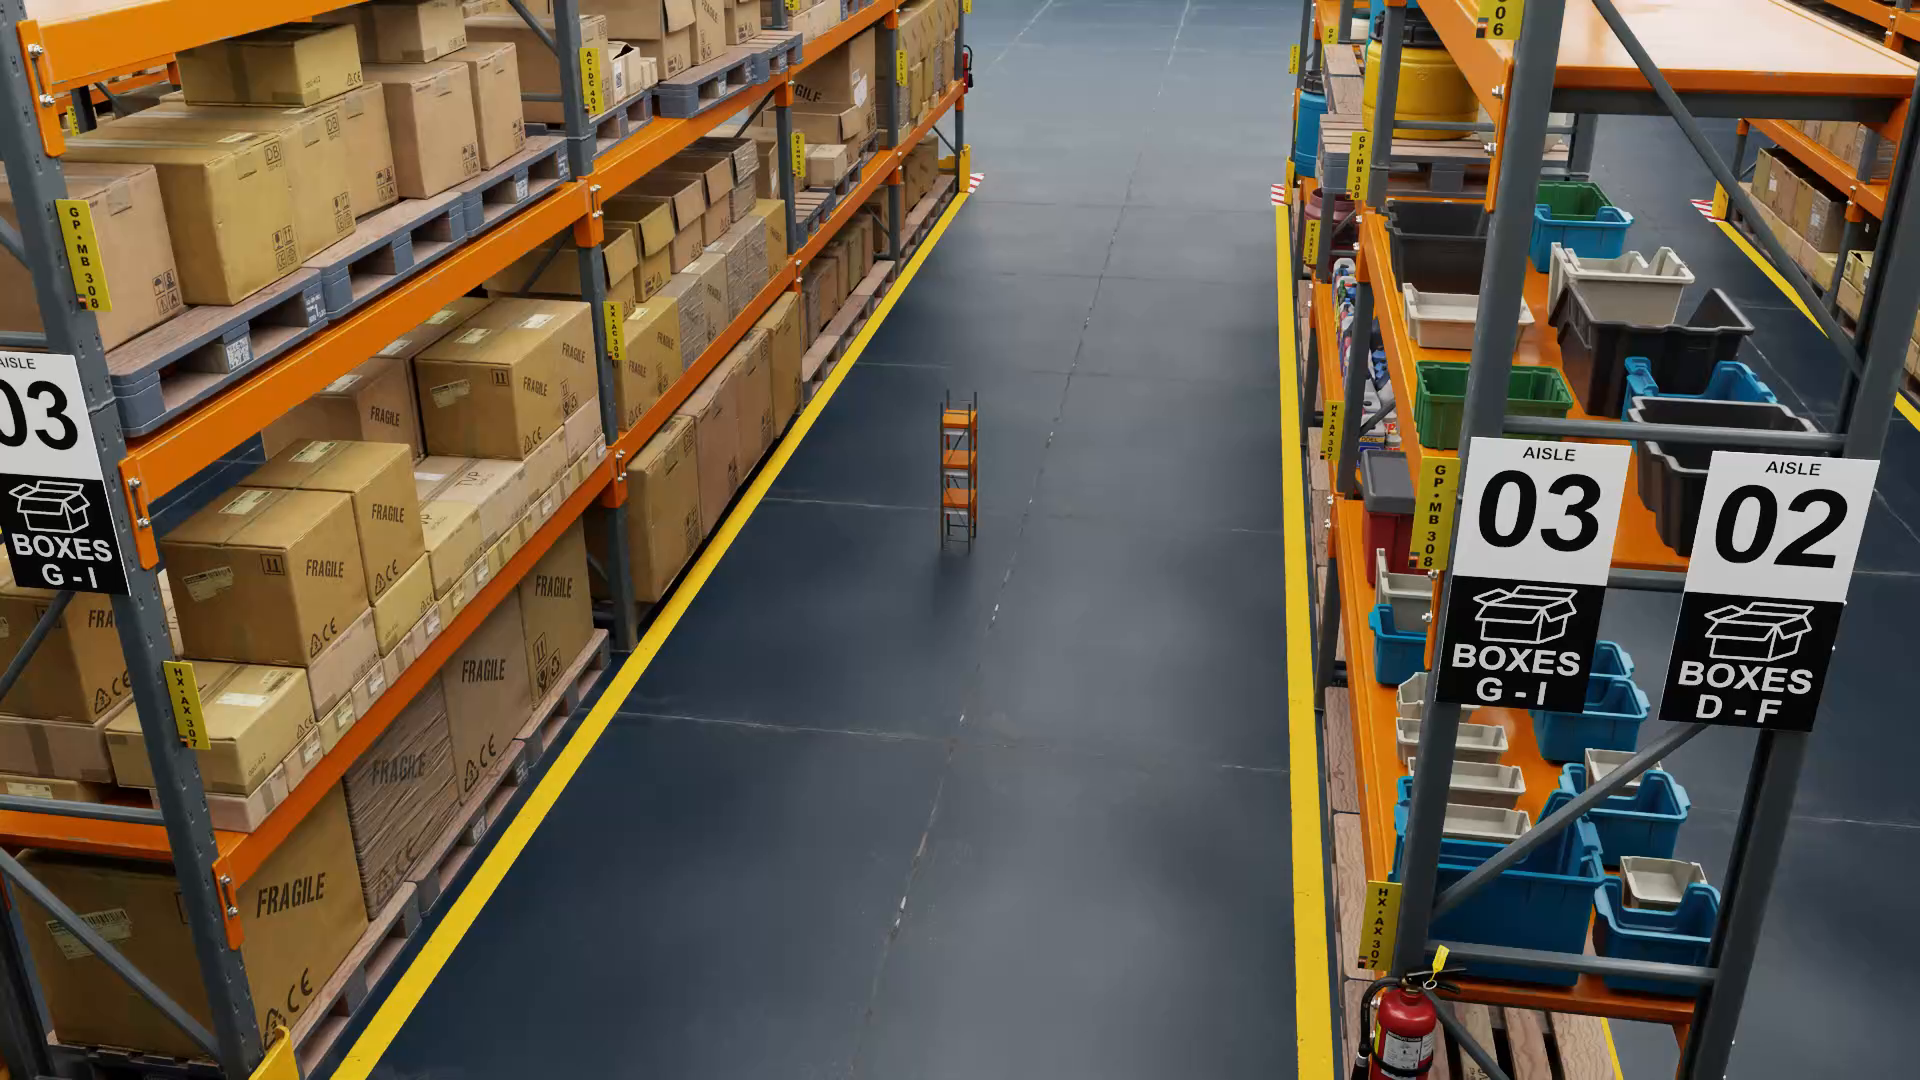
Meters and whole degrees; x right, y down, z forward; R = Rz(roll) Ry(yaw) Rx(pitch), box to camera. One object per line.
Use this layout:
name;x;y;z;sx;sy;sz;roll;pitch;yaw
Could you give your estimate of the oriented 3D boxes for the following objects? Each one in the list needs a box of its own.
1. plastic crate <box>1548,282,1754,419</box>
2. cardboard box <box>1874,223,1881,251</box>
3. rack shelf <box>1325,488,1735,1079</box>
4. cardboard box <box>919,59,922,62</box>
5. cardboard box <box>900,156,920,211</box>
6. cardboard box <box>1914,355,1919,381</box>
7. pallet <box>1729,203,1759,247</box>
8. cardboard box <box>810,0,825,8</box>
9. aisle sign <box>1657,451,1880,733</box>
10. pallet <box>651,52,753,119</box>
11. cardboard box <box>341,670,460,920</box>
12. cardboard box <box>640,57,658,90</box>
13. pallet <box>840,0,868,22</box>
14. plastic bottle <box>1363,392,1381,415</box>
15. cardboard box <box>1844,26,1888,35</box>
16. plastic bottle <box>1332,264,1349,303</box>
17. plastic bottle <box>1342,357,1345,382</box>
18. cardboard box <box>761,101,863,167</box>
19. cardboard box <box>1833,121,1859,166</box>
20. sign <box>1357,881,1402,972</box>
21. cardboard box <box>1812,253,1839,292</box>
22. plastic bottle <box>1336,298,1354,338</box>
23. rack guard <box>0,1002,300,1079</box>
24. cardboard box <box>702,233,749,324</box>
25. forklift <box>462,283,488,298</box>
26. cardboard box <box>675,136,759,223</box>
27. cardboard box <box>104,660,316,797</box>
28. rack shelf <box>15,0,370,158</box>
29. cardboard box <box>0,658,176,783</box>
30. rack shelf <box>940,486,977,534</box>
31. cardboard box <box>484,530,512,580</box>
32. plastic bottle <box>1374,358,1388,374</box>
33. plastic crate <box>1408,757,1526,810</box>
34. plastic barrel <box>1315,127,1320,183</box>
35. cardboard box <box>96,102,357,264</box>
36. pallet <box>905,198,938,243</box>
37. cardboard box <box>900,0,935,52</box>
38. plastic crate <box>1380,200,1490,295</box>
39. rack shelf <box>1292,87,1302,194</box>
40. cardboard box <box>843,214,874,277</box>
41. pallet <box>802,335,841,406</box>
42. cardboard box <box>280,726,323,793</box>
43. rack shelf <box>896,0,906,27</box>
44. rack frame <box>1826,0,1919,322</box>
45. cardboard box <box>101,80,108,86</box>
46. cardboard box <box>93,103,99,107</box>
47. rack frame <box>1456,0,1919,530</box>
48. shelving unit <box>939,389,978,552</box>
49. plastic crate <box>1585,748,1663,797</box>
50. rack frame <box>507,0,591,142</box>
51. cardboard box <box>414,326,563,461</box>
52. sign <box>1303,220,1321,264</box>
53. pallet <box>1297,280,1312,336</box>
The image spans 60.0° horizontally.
plastic crate;2.333;-0.677;5.693;0.504;0.338;0.767;4;25;9
cardboard box;9.118;-3.067;16.128;0.500;0.500;0.500;4;25;9
rack shelf;2.139;0.763;6.931;1.077;0.370;4.000;4;25;9
cardboard box;-0.879;-4.875;17.658;0.875;0.500;0.500;4;25;9
cardboard box;-0.763;-4.047;18.810;0.500;0.500;0.500;6;26;13
cardboard box;8.017;-1.335;13.313;0.500;0.250;0.500;5;25;10
pallet;9.230;-3.488;18.453;1.003;0.211;1.213;4;25;9
cardboard box;-1.349;-4.436;12.944;0.500;0.500;0.500;4;25;9
aisle sign;2.094;0.147;4.332;0.394;0.787;0.004;4;25;9
pallet;-1.999;-2.948;10.694;1.003;0.211;1.213;5;26;11
cardboard box;-2.900;1.049;7.483;0.875;0.875;0.875;4;25;9
cardboard box;-2.029;-2.790;9.935;0.380;0.149;0.250;3;25;6
pallet;-1.485;-4.677;14.387;1.213;0.211;1.003;4;25;9
plastic bottle;2.271;-0.683;9.318;0.152;0.276;0.135;4;25;9
cardboard box;8.890;-4.640;15.977;0.700;0.500;0.500;4;25;8
plastic bottle;2.684;-1.809;11.728;0.097;0.271;0.097;0;25;0
plastic bottle;2.406;-1.064;10.220;0.097;0.201;0.097;0;25;0
cardboard box;-1.305;-3.594;14.773;0.797;0.503;0.637;7;26;14
cardboard box;8.806;-3.853;15.825;0.700;0.500;0.500;4;25;8
sign;1.267;1.168;5.024;0.100;0.325;0.005;4;25;9
cardboard box;8.520;-2.555;15.917;0.500;0.250;0.500;4;25;9
plastic bottle;2.549;-1.463;10.989;0.097;0.271;0.097;0;25;0
rack guard;-3.078;2.072;6.233;1.175;0.500;0.348;4;25;9
cardboard box;-1.772;-1.812;11.465;0.500;0.500;0.500;3;25;7
forklift;-4.138;-2.509;13.153;1.130;2.935;3.031;4;25;8
cardboard box;-1.902;-2.611;11.988;0.797;0.503;0.637;5;26;10
cardboard box;-2.729;0.681;6.082;0.500;0.250;0.500;3;25;7
rack shelf;-2.747;-2.116;6.477;1.077;0.370;4.000;4;25;9
cardboard box;-3.257;0.642;6.165;0.500;0.250;0.500;4;25;8
rack shelf;-0.009;-0.192;11.102;0.215;0.259;0.240;4;25;9
cardboard box;-2.357;0.059;7.882;0.380;0.149;0.250;4;25;8
plastic bottle;2.502;-0.948;9.888;0.097;0.271;0.097;0;25;0
plastic crate;1.829;0.892;6.047;0.396;0.136;0.243;4;25;9
plastic barrel;3.401;-3.422;14.862;0.433;0.535;0.433;0;25;0
cardboard box;-2.794;-1.377;6.384;0.700;0.500;0.500;2;25;5
pallet;-0.841;-3.621;18.736;1.003;0.211;1.213;4;25;9
cardboard box;-0.555;-5.520;17.857;0.500;0.500;0.500;4;25;9
plastic crate;1.993;-1.198;6.888;0.497;0.269;0.590;4;25;9
rack shelf;4.100;-4.256;17.653;1.077;0.370;4.000;4;25;9
cardboard box;-1.234;-2.900;16.338;0.700;0.500;0.500;2;25;4
pallet;-1.637;-1.479;14.162;1.003;0.211;1.213;4;25;9
cardboard box;-2.650;0.811;6.275;0.380;0.149;0.250;4;25;8
rack shelf;-0.786;-5.958;17.750;1.077;0.370;4.000;4;25;9
rack frame;8.660;-3.401;14.977;1.000;3.000;0.127;4;25;9
cardboard box;-10.290;-5.413;19.571;0.380;0.149;0.250;4;25;8
cardboard box;-10.725;-5.185;20.653;0.500;0.500;0.500;3;25;7
rack frame;1.812;-1.444;3.719;1.000;3.000;0.127;4;25;9
shelving unit;-0.009;-0.453;10.980;0.215;1.050;0.252;4;25;9
plastic crate;2.423;0.873;6.087;0.250;0.136;0.298;4;25;9
rack frame;-2.420;-3.460;8.027;1.000;3.000;0.127;4;25;9
cardboard box;-2.318;-0.729;8.211;0.500;0.500;0.500;4;25;9
sign;2.576;-2.182;12.180;0.100;0.325;0.005;4;25;9
pallet;3.684;-2.151;15.597;1.003;0.211;1.213;4;25;9
